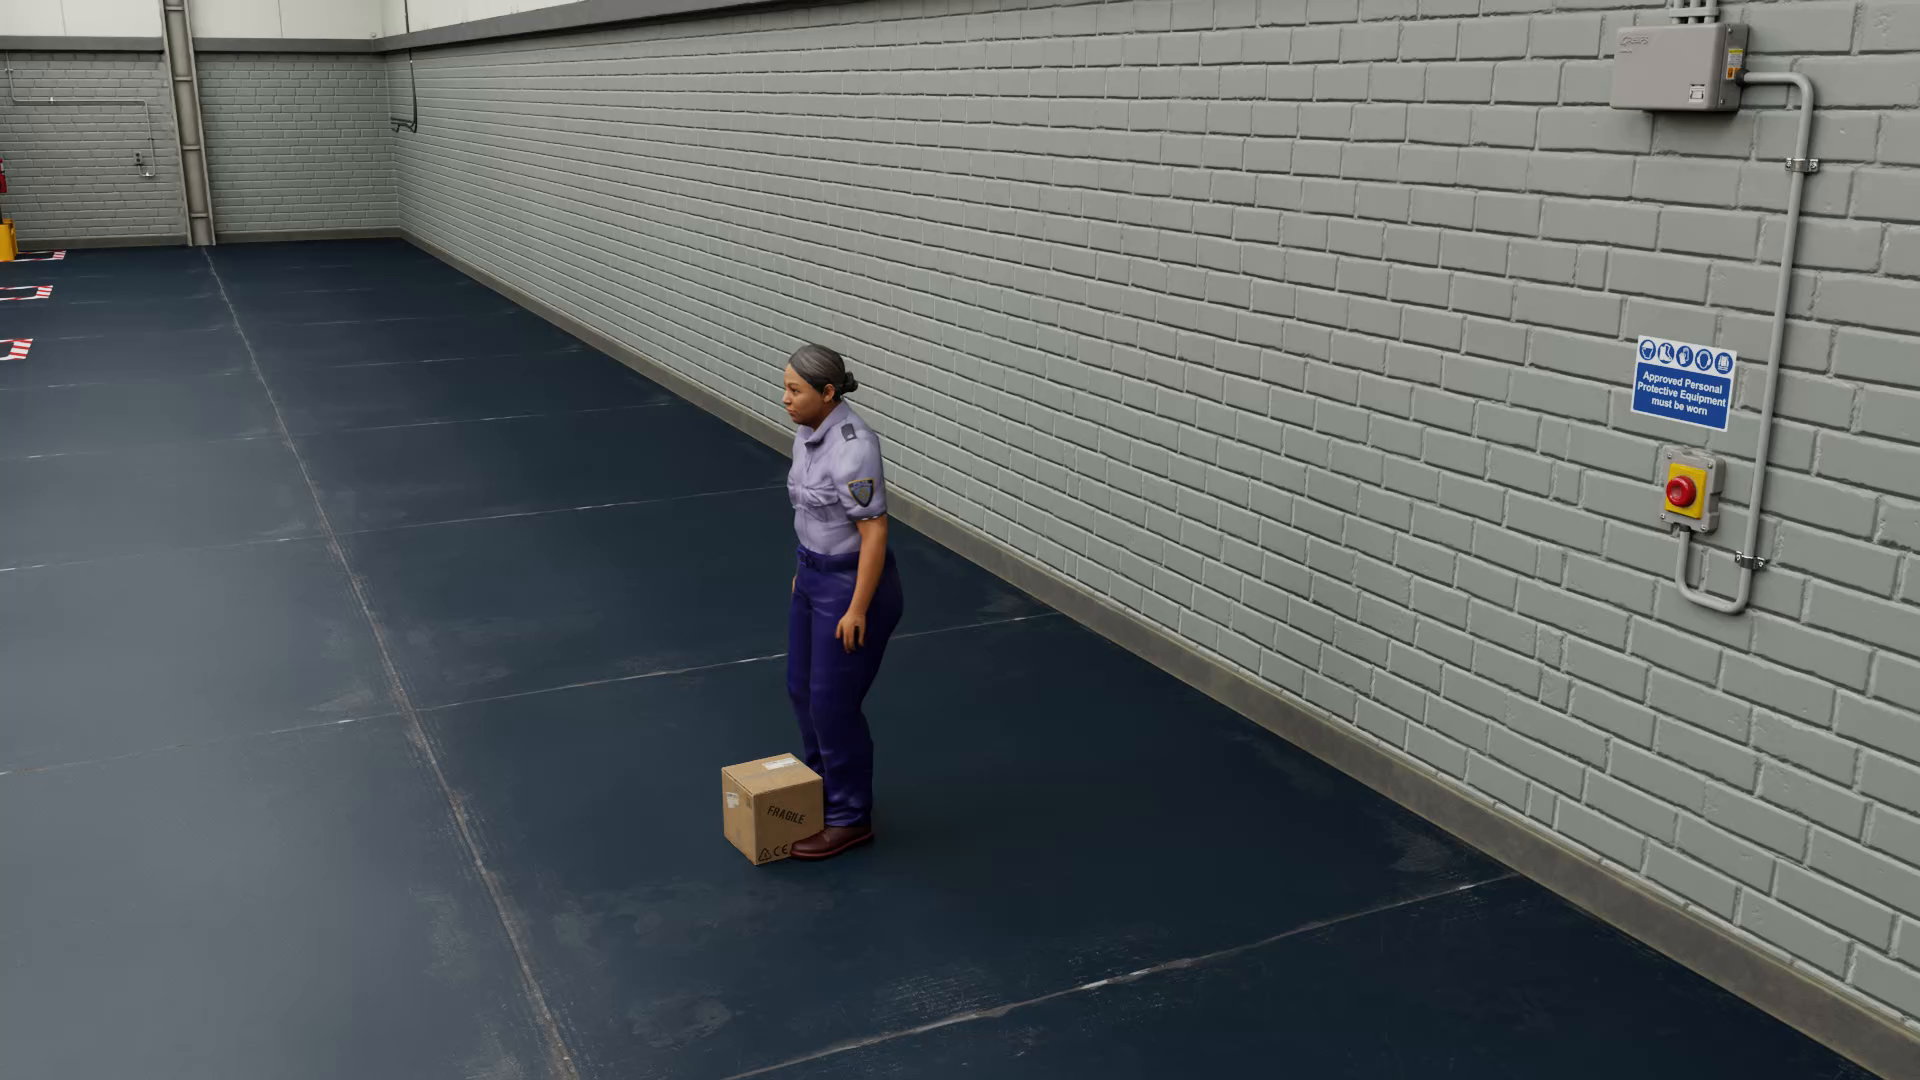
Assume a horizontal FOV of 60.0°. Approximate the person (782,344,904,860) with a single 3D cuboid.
[{"bbox_3d":[-0.420,0.181,5.379,0.417,1.651,0.537,-7,17,-25],"label":"person"}]
